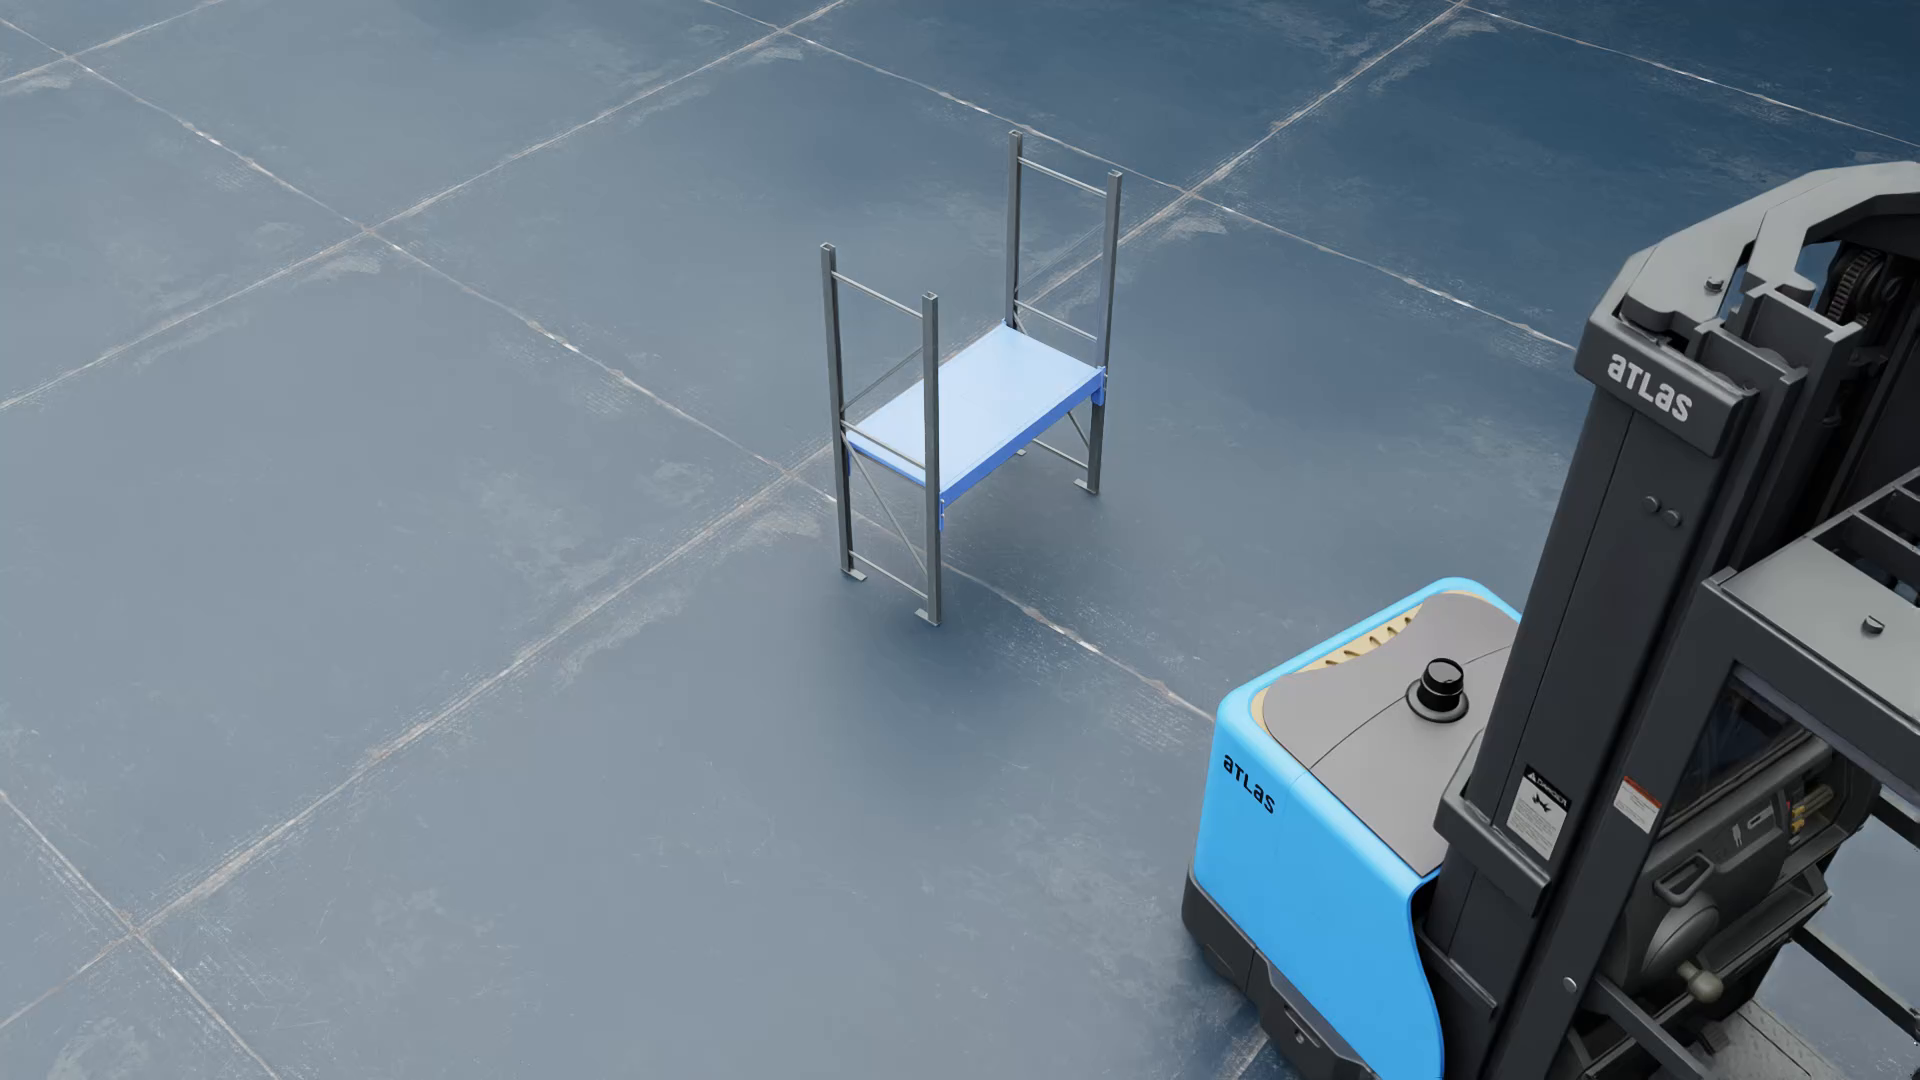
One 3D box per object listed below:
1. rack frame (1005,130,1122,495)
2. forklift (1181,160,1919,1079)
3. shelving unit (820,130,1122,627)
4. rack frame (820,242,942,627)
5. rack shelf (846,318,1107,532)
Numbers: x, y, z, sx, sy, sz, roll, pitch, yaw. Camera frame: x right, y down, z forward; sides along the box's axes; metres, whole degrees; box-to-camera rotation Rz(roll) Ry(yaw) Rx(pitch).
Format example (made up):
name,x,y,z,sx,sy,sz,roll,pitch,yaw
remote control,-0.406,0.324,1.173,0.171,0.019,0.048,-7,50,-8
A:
name,x,y,z,sx,sy,sz,roll,pitch,yaw
rack frame,0.382,-0.861,6.582,0.500,1.500,0.032,29,50,28
forklift,1.944,0.803,3.688,1.130,2.935,3.031,-24,48,-24
shelving unit,0.055,-0.599,6.294,0.538,1.500,1.048,29,50,28
rack frame,-0.272,-0.337,6.006,0.500,1.500,0.032,29,50,28
rack shelf,0.055,-0.466,6.415,0.538,0.185,1.000,29,50,28
